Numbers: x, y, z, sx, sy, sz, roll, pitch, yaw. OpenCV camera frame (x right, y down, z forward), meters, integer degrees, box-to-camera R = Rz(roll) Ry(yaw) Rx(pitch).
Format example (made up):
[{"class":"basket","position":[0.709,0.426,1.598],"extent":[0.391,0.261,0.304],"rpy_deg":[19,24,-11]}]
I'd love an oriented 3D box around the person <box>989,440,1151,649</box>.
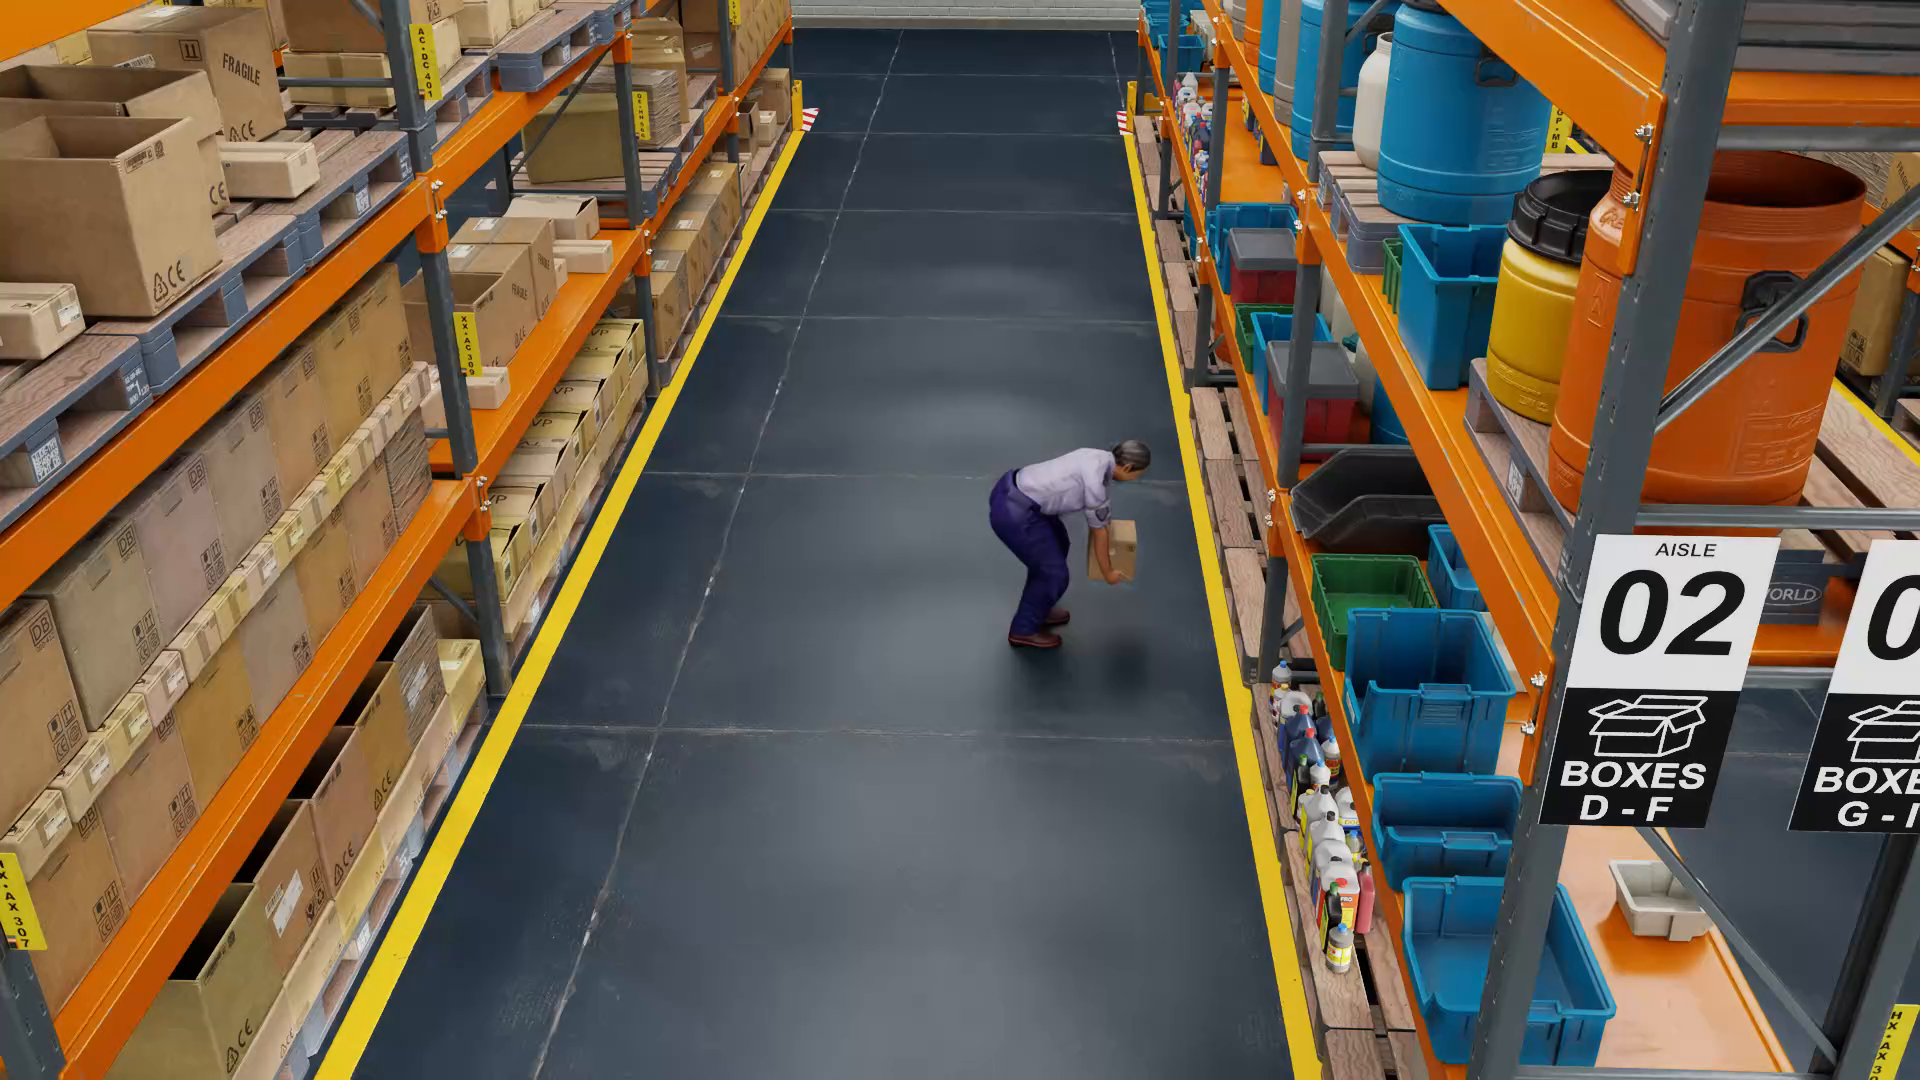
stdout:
[{"class":"person","position":[0.616,0.007,9.149],"extent":[0.816,1.158,0.465],"rpy_deg":[0,28,0]}]
